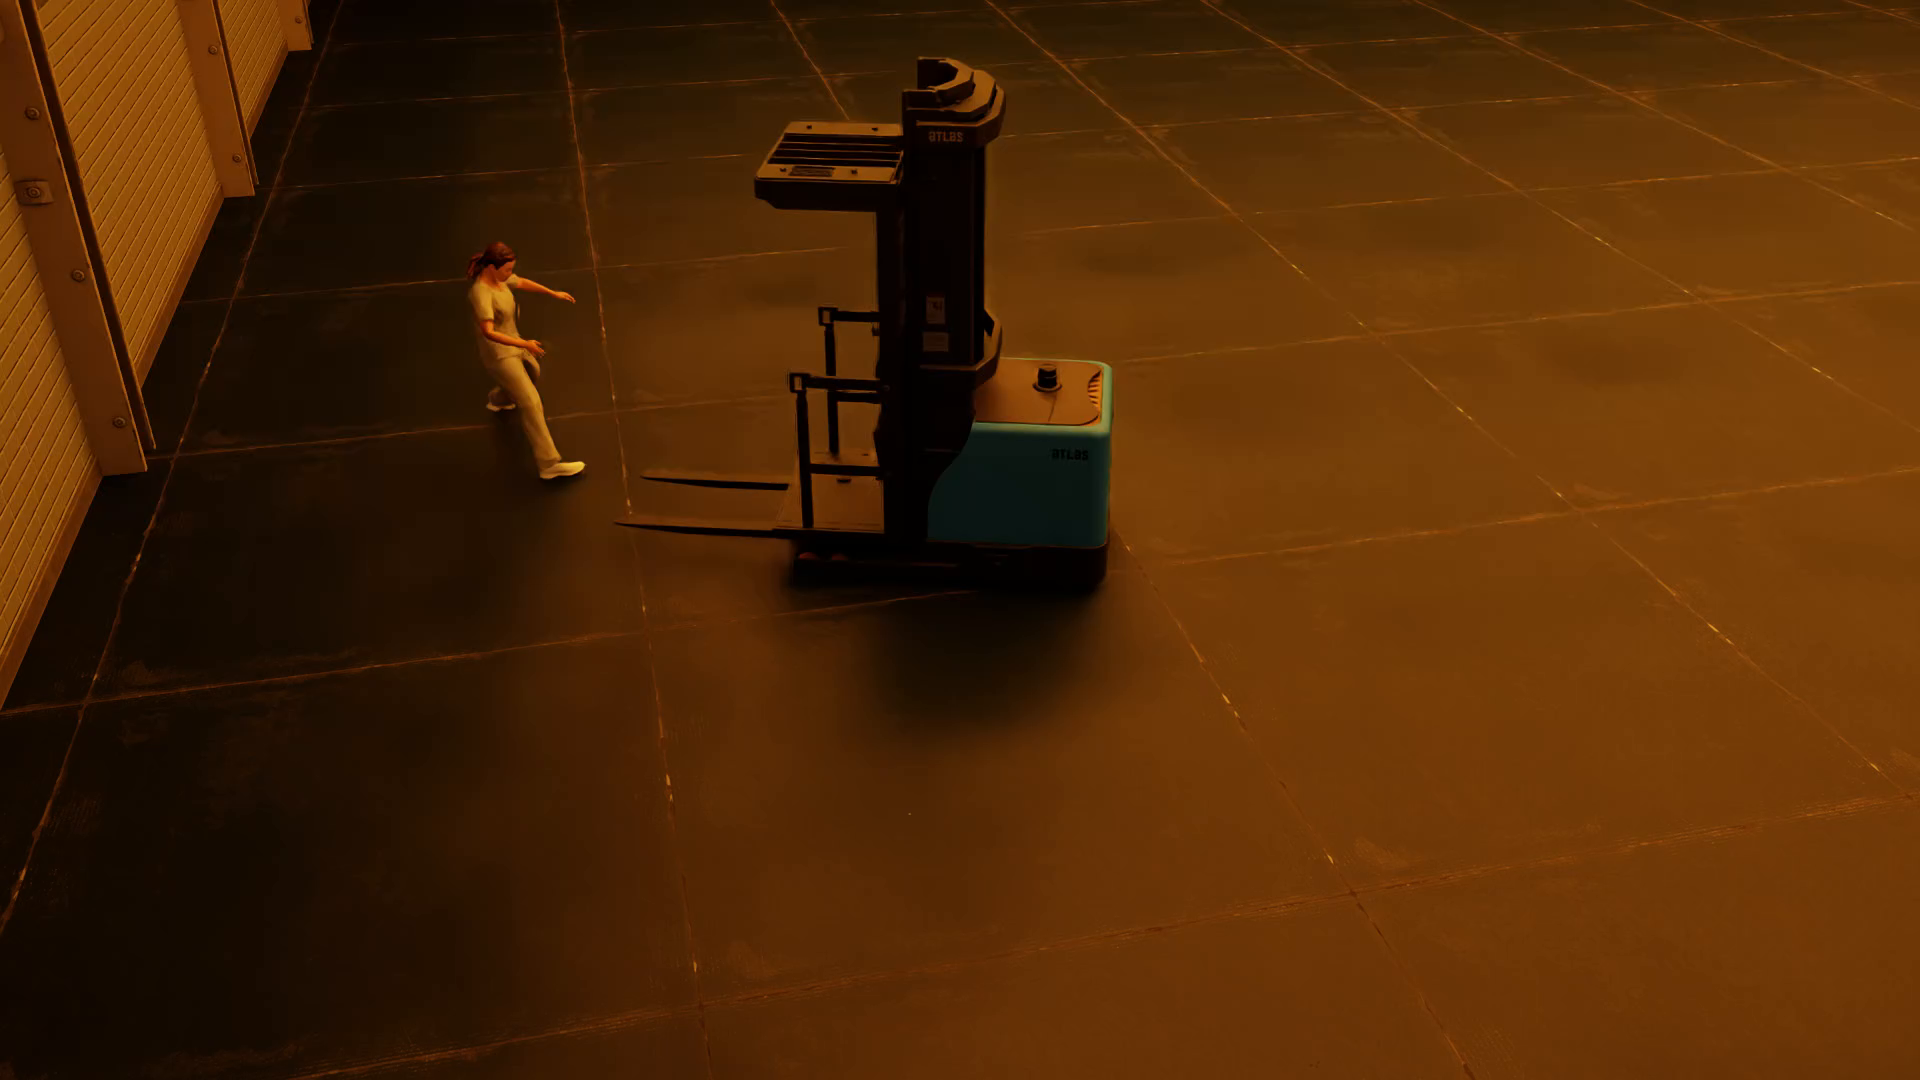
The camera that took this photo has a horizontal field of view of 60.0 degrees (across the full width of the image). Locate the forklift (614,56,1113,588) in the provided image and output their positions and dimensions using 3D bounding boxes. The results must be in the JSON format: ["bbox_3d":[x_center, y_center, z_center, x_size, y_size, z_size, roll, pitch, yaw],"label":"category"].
[{"bbox_3d":[-0.597,-1.277,9.780,3.031,2.935,1.130,3,30,5],"label":"forklift"}]

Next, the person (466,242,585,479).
[{"bbox_3d":[-2.976,-1.342,11.333,0.902,1.478,1.199,1,30,2],"label":"person"}]
